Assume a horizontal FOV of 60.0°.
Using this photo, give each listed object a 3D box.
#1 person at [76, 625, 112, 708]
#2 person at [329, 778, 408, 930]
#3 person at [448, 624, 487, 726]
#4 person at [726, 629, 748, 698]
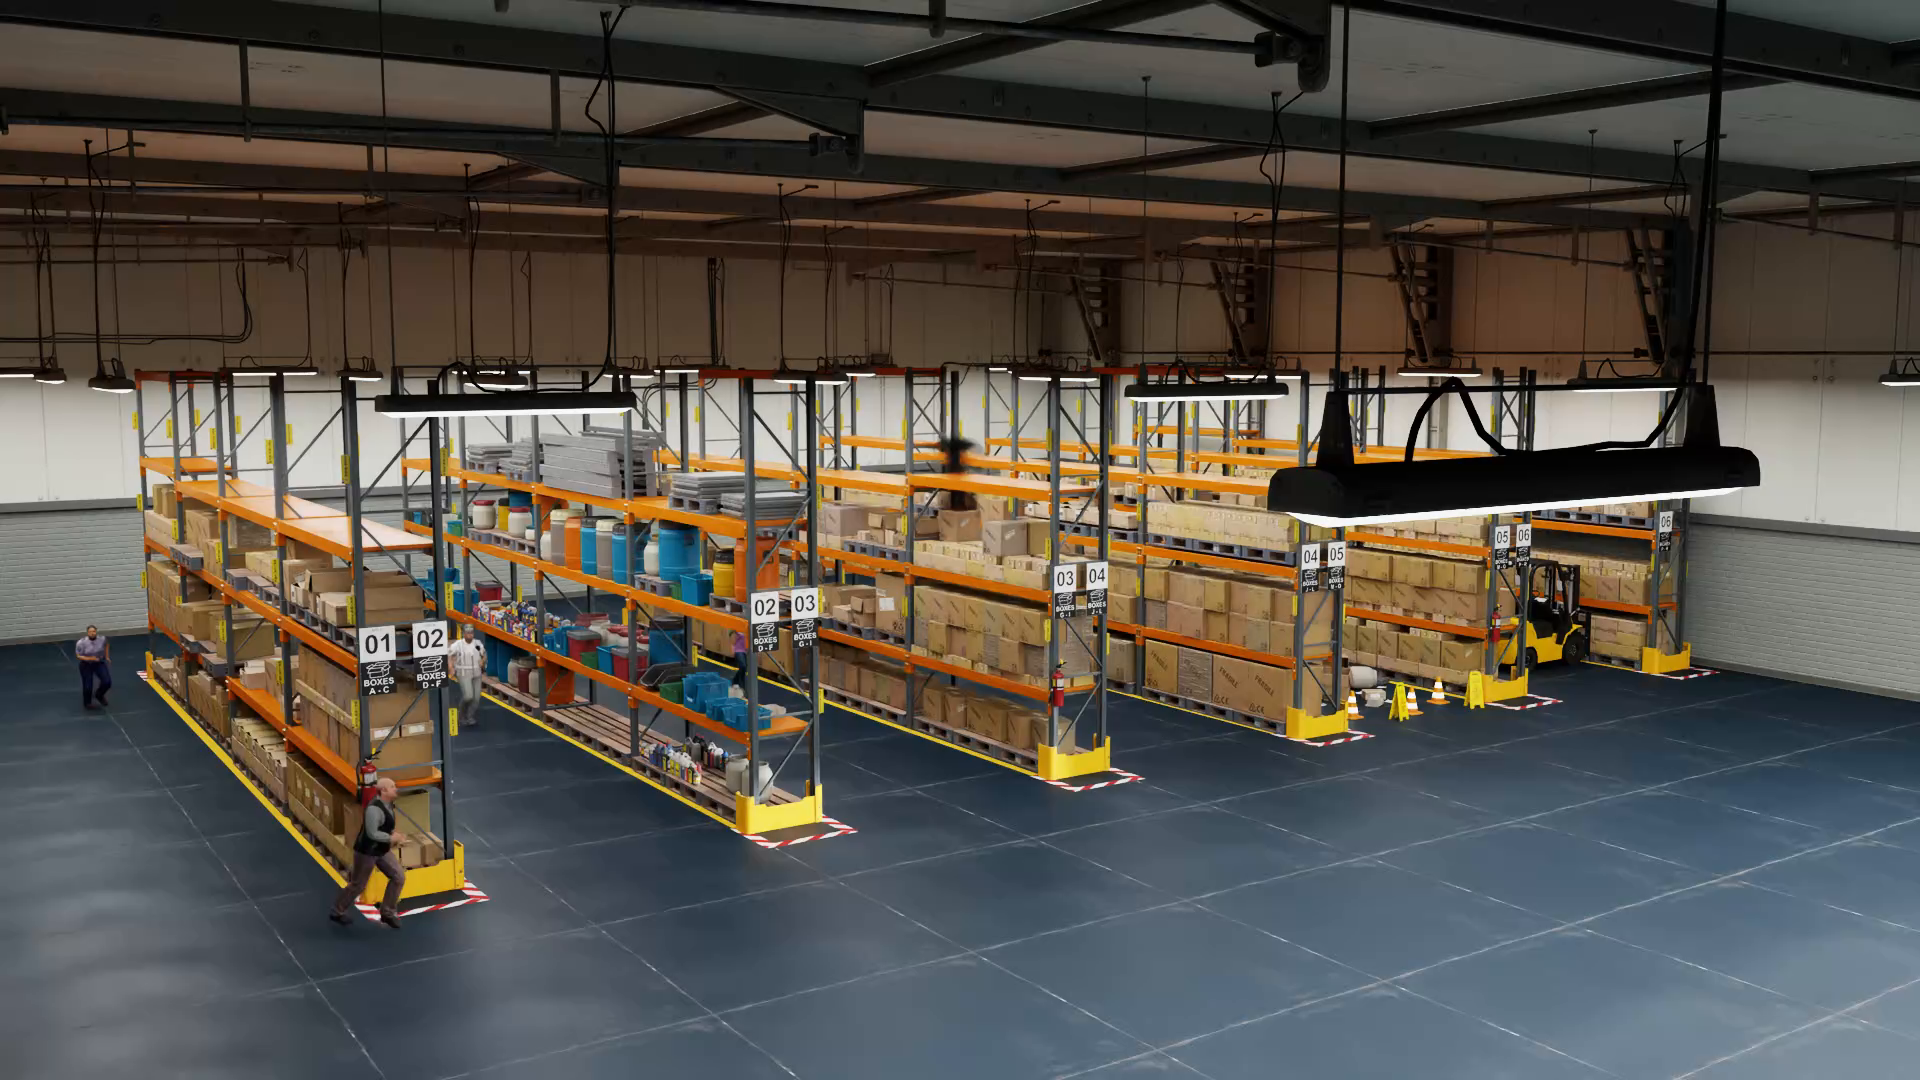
[{"bbox_3d":[-15.343,2.246,29.465,0.611,1.540,0.818,-6,9,-43],"label":"person"},{"bbox_3d":[-6.493,3.456,18.248,0.901,1.726,0.663,0,6,3],"label":"person"},{"bbox_3d":[-8.288,2.287,28.112,0.659,1.749,0.646,-5,8,-38],"label":"person"},{"bbox_3d":[-4.019,2.090,30.699,0.448,1.606,0.789,-5,8,-39],"label":"person"}]
